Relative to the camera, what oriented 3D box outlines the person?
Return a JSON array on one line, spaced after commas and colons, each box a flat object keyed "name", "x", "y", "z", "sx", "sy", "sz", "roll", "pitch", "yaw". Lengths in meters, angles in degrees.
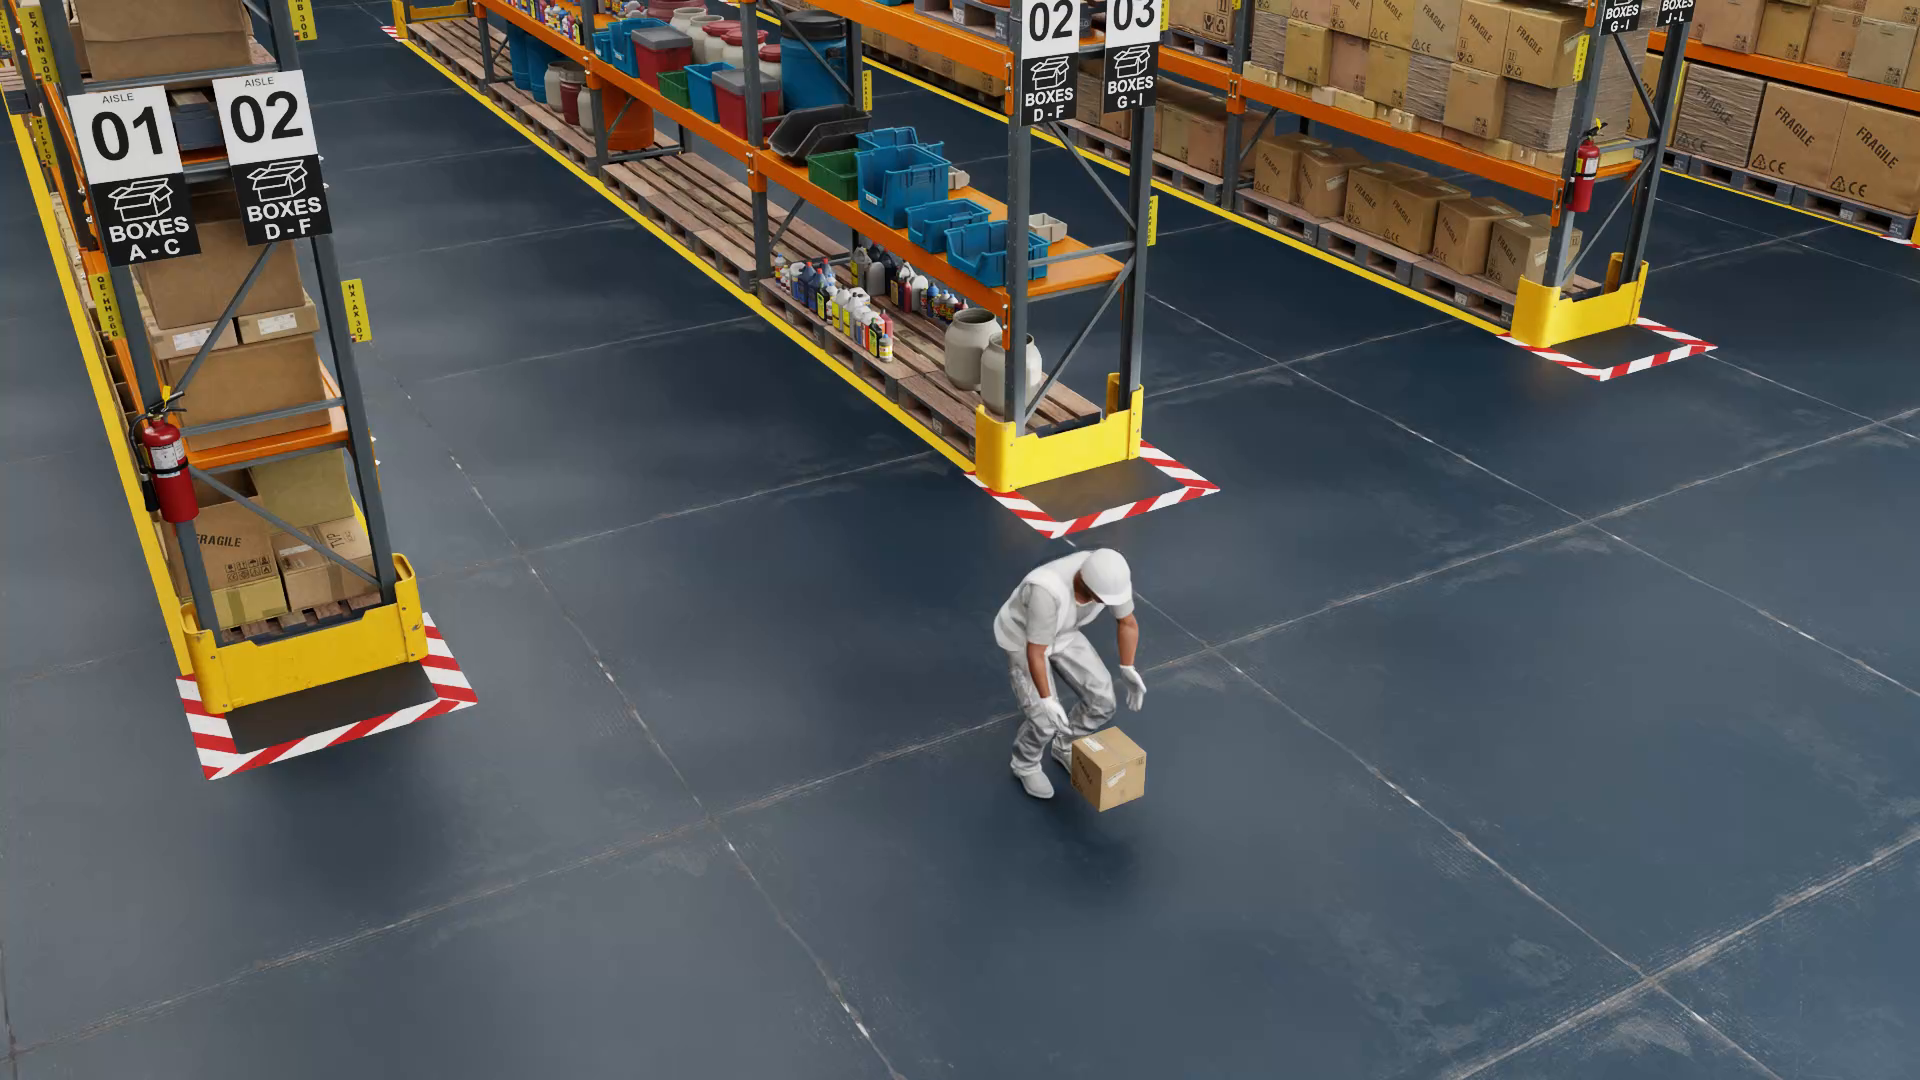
[{"name": "person", "x": 0.521, "y": 0.557, "z": 7.919, "sx": 0.613, "sy": 1.412, "sz": 0.763, "roll": -16, "pitch": 32, "yaw": -26}]
